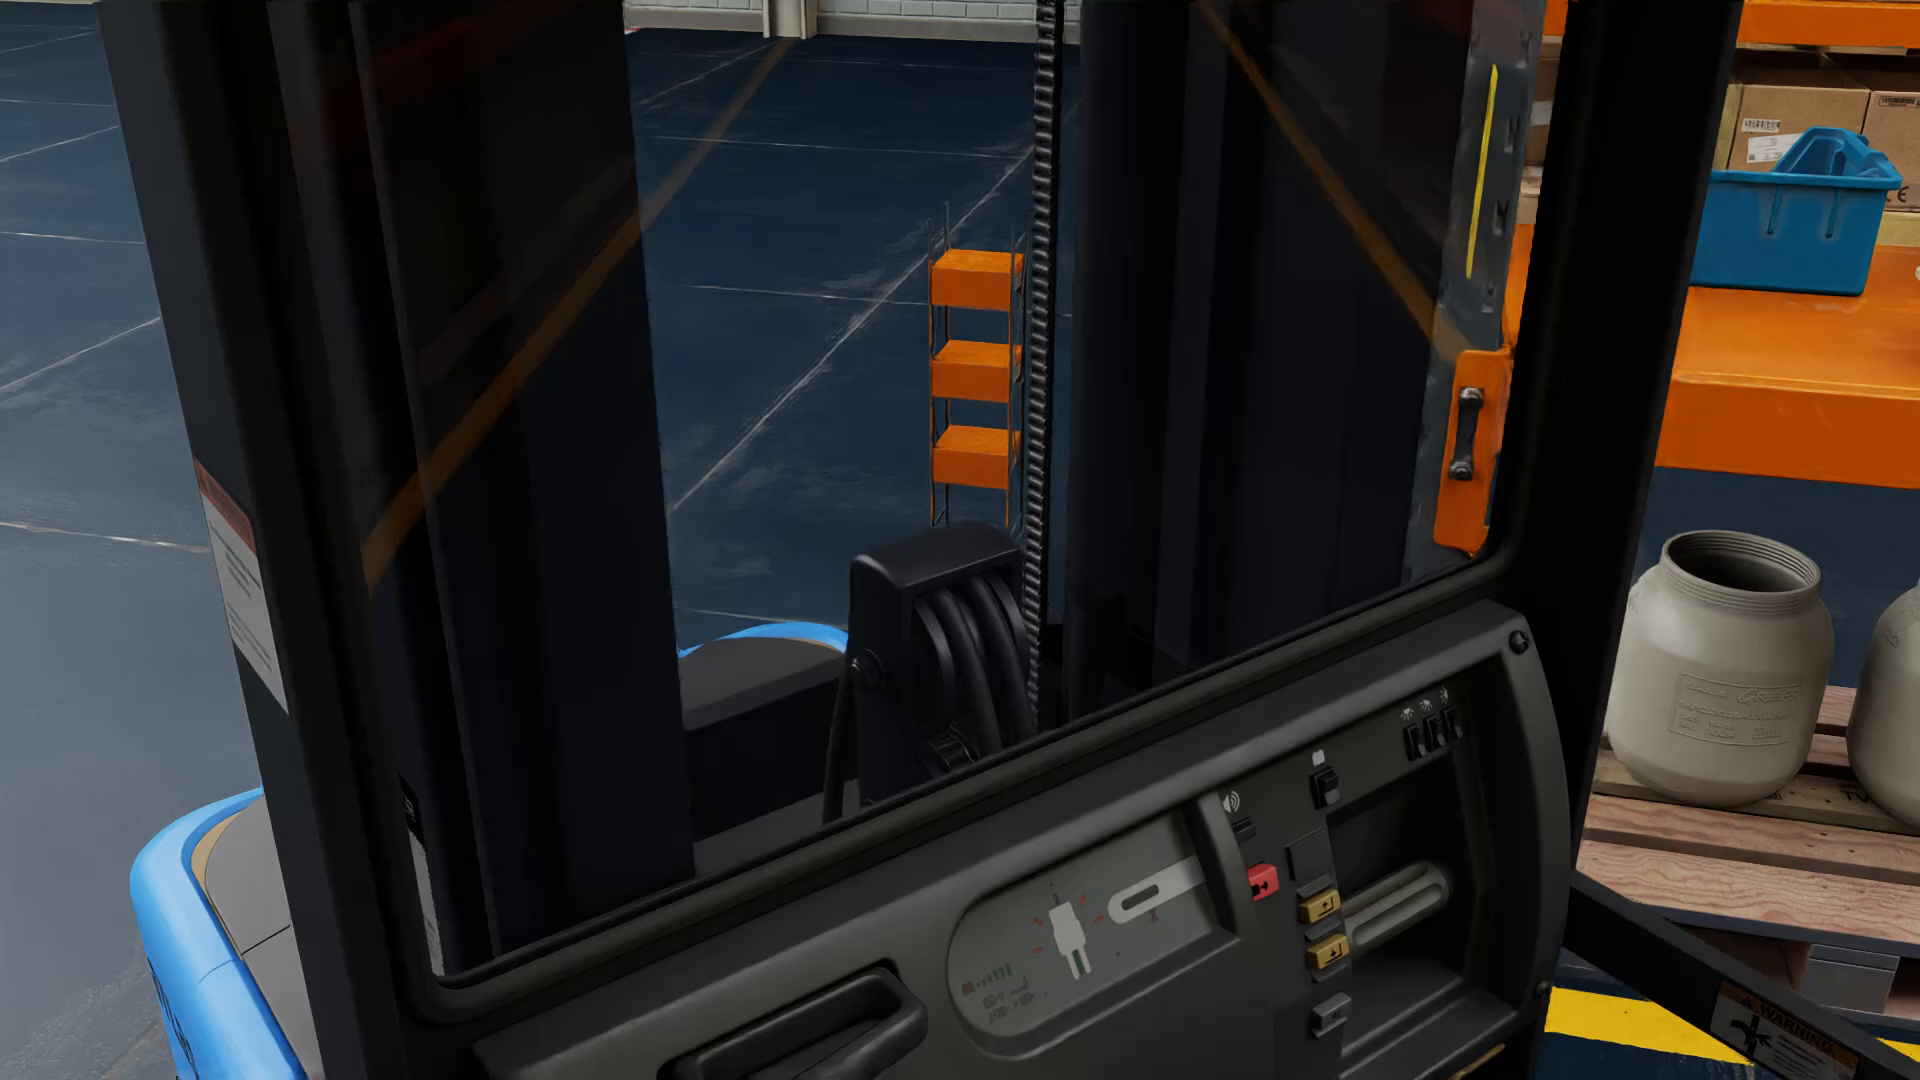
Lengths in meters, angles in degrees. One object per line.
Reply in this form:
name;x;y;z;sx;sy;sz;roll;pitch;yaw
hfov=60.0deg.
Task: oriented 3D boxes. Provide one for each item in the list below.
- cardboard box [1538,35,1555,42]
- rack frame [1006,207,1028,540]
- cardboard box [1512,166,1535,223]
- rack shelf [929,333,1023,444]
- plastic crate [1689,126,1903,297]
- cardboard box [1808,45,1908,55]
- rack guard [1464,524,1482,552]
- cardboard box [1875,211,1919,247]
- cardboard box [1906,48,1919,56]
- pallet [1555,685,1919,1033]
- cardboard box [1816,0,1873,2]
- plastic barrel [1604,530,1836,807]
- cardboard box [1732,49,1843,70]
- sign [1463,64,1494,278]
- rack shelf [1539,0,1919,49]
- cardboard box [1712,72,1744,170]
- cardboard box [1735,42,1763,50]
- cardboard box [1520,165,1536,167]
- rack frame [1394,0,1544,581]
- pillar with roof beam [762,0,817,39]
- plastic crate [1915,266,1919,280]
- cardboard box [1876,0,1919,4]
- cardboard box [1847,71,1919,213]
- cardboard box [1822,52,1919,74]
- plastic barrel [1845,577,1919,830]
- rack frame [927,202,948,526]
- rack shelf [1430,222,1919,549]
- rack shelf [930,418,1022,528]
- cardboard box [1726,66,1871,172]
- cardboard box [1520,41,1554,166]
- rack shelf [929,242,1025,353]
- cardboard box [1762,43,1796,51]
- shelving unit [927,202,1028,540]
cardboard box;4.093;-3.695;12.138;0.500;0.311;0.500;3;26;7
rack frame;0.170;-0.455;4.985;0.008;1.050;0.200;6;26;13
cardboard box;2.679;-1.557;7.742;0.500;0.250;0.500;6;26;13
rack shelf;0.052;-0.459;5.017;0.240;0.259;0.215;6;26;13
plastic crate;1.537;-0.701;3.406;0.616;0.251;0.499;6;26;13
cardboard box;6.304;-3.558;11.630;0.500;0.500;0.500;4;26;9
rack guard;1.063;0.420;3.787;0.348;0.500;1.175;6;26;13
cardboard box;4.131;-1.396;7.403;0.500;0.250;0.500;6;26;13
cardboard box;6.793;-3.358;11.597;0.250;0.166;0.380;3;26;6
pallet;1.848;0.639;3.661;1.213;0.211;1.003;6;26;13
cardboard box;3.653;-2.639;7.188;0.500;0.500;0.700;6;26;13
plastic barrel;1.634;0.275;3.589;0.421;0.512;0.421;0;25;0
cardboard box;3.780;-2.011;7.823;0.500;0.500;0.500;6;26;13
sign;0.836;-0.594;2.686;0.005;0.325;0.100;6;26;13
rack shelf;4.152;-2.220;7.261;4.000;0.370;1.077;6;26;13
cardboard box;3.163;-1.843;7.470;0.500;0.500;0.500;6;26;13
cardboard box;5.343;-3.620;11.760;0.500;0.500;0.700;5;26;10
cardboard box;2.808;-1.773;8.194;0.500;0.250;0.500;6;26;13
rack frame;0.978;-0.697;3.225;0.127;3.000;1.000;6;26;13
pillar with roof beam;-2.545;-6.666;8.783;0.400;9.000;9.100;6;26;13
plastic crate;1.764;-0.349;2.799;0.250;0.136;0.298;6;26;13
cardboard box;4.164;-2.584;7.072;0.500;0.500;0.700;7;26;15
cardboard box;4.131;-1.734;7.241;0.500;0.500;0.500;6;26;13
cardboard box;4.264;-1.957;7.709;0.500;0.500;0.500;6;26;13
plastic barrel;2.119;0.329;3.476;0.421;0.512;0.421;0;25;0
rack frame;-0.066;-0.481;5.040;0.008;1.050;0.200;6;26;13
rack shelf;2.914;-0.158;2.930;4.000;0.370;1.077;6;26;13
rack shelf;0.052;-0.208;5.136;0.240;0.259;0.215;6;26;13
cardboard box;3.651;-1.795;7.368;0.500;0.500;0.500;6;26;13
cardboard box;2.808;-2.112;8.035;0.500;0.500;0.500;6;26;13
rack shelf;0.052;-0.715;4.895;0.240;0.259;0.215;6;26;13
cardboard box;5.775;-3.485;11.884;0.250;0.149;0.380;4;26;9
shelving unit;0.052;-0.468;5.012;0.252;1.050;0.215;6;26;13
